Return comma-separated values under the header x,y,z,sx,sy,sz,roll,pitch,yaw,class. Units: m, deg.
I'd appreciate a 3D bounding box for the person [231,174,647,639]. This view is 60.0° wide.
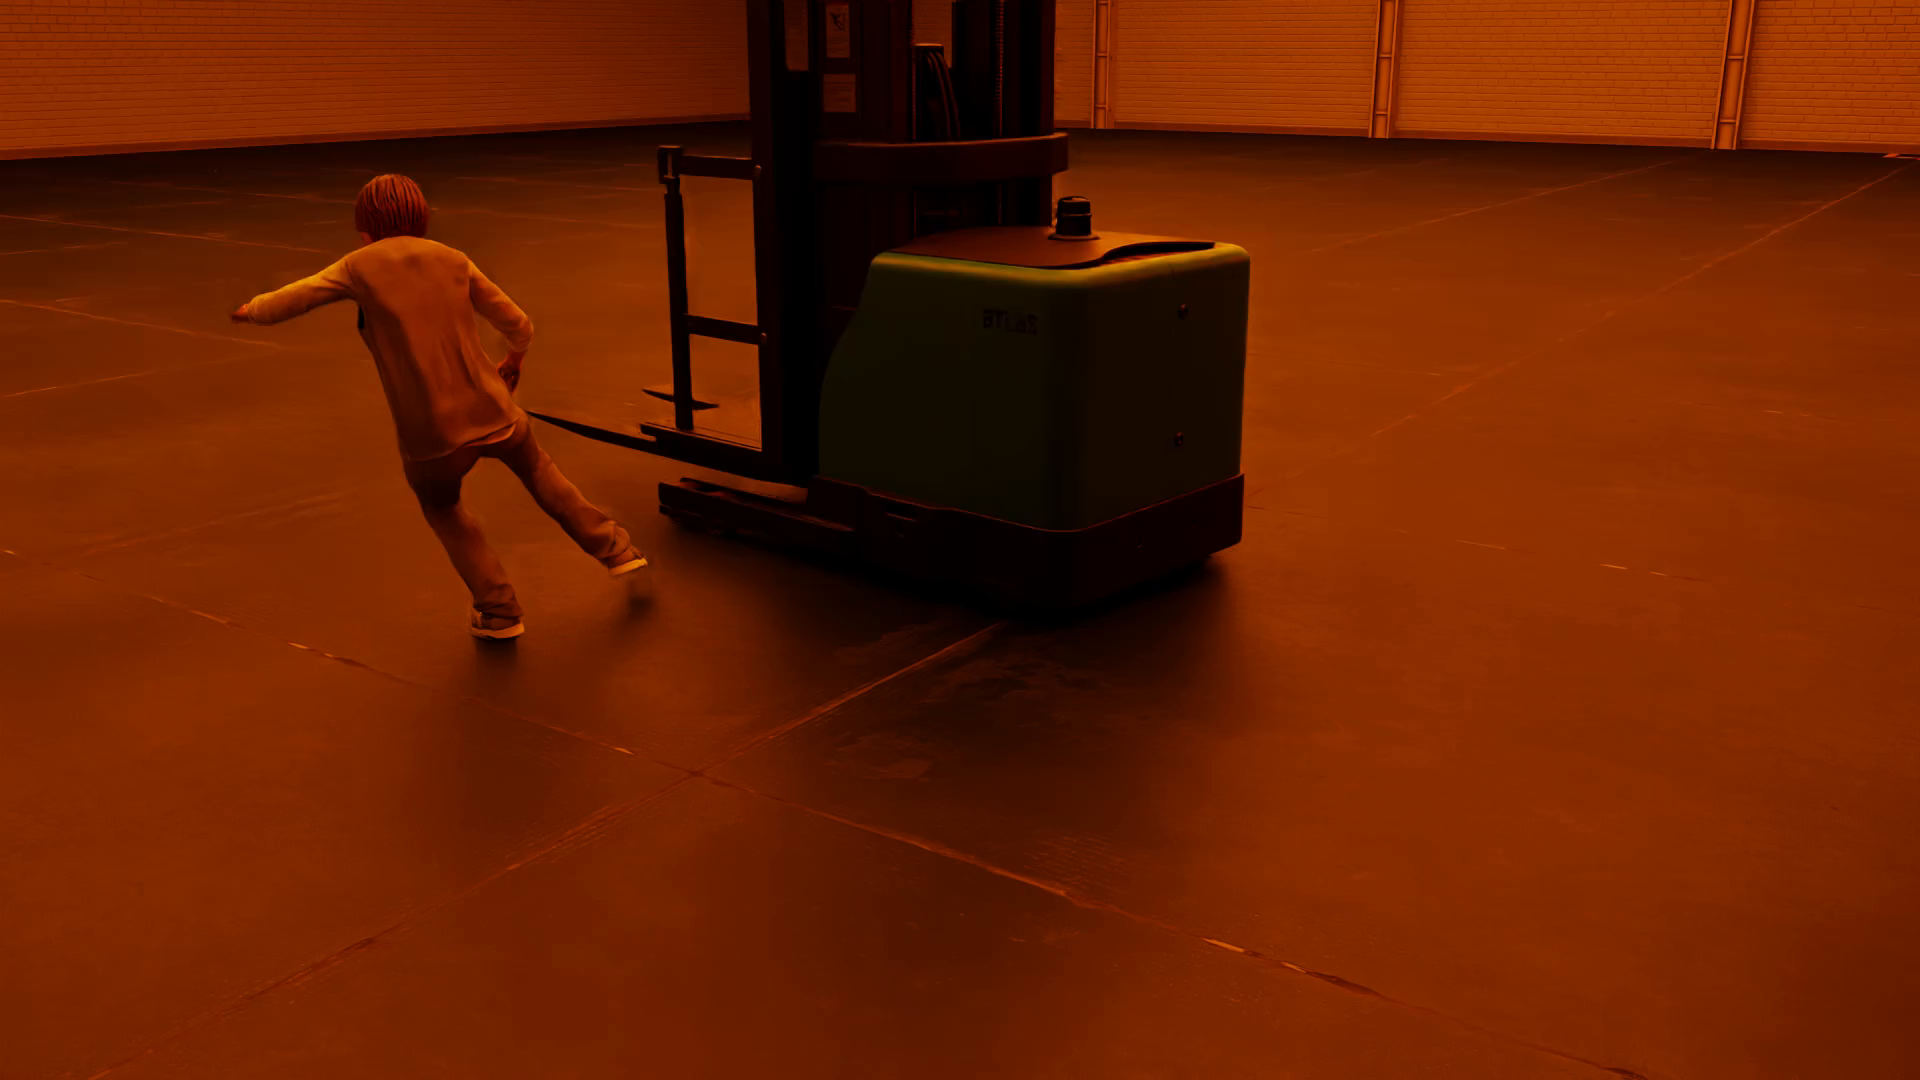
x,y,z,sx,sy,sz,roll,pitch,yaw,class
-1.497,-0.407,4.980,1.090,1.364,0.820,-12,20,-35,person

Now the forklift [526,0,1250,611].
x,y,z,sx,sy,sz,roll,pitch,yaw,class
-0.474,-1.518,5.910,3.031,2.935,1.130,14,22,39,forklift
